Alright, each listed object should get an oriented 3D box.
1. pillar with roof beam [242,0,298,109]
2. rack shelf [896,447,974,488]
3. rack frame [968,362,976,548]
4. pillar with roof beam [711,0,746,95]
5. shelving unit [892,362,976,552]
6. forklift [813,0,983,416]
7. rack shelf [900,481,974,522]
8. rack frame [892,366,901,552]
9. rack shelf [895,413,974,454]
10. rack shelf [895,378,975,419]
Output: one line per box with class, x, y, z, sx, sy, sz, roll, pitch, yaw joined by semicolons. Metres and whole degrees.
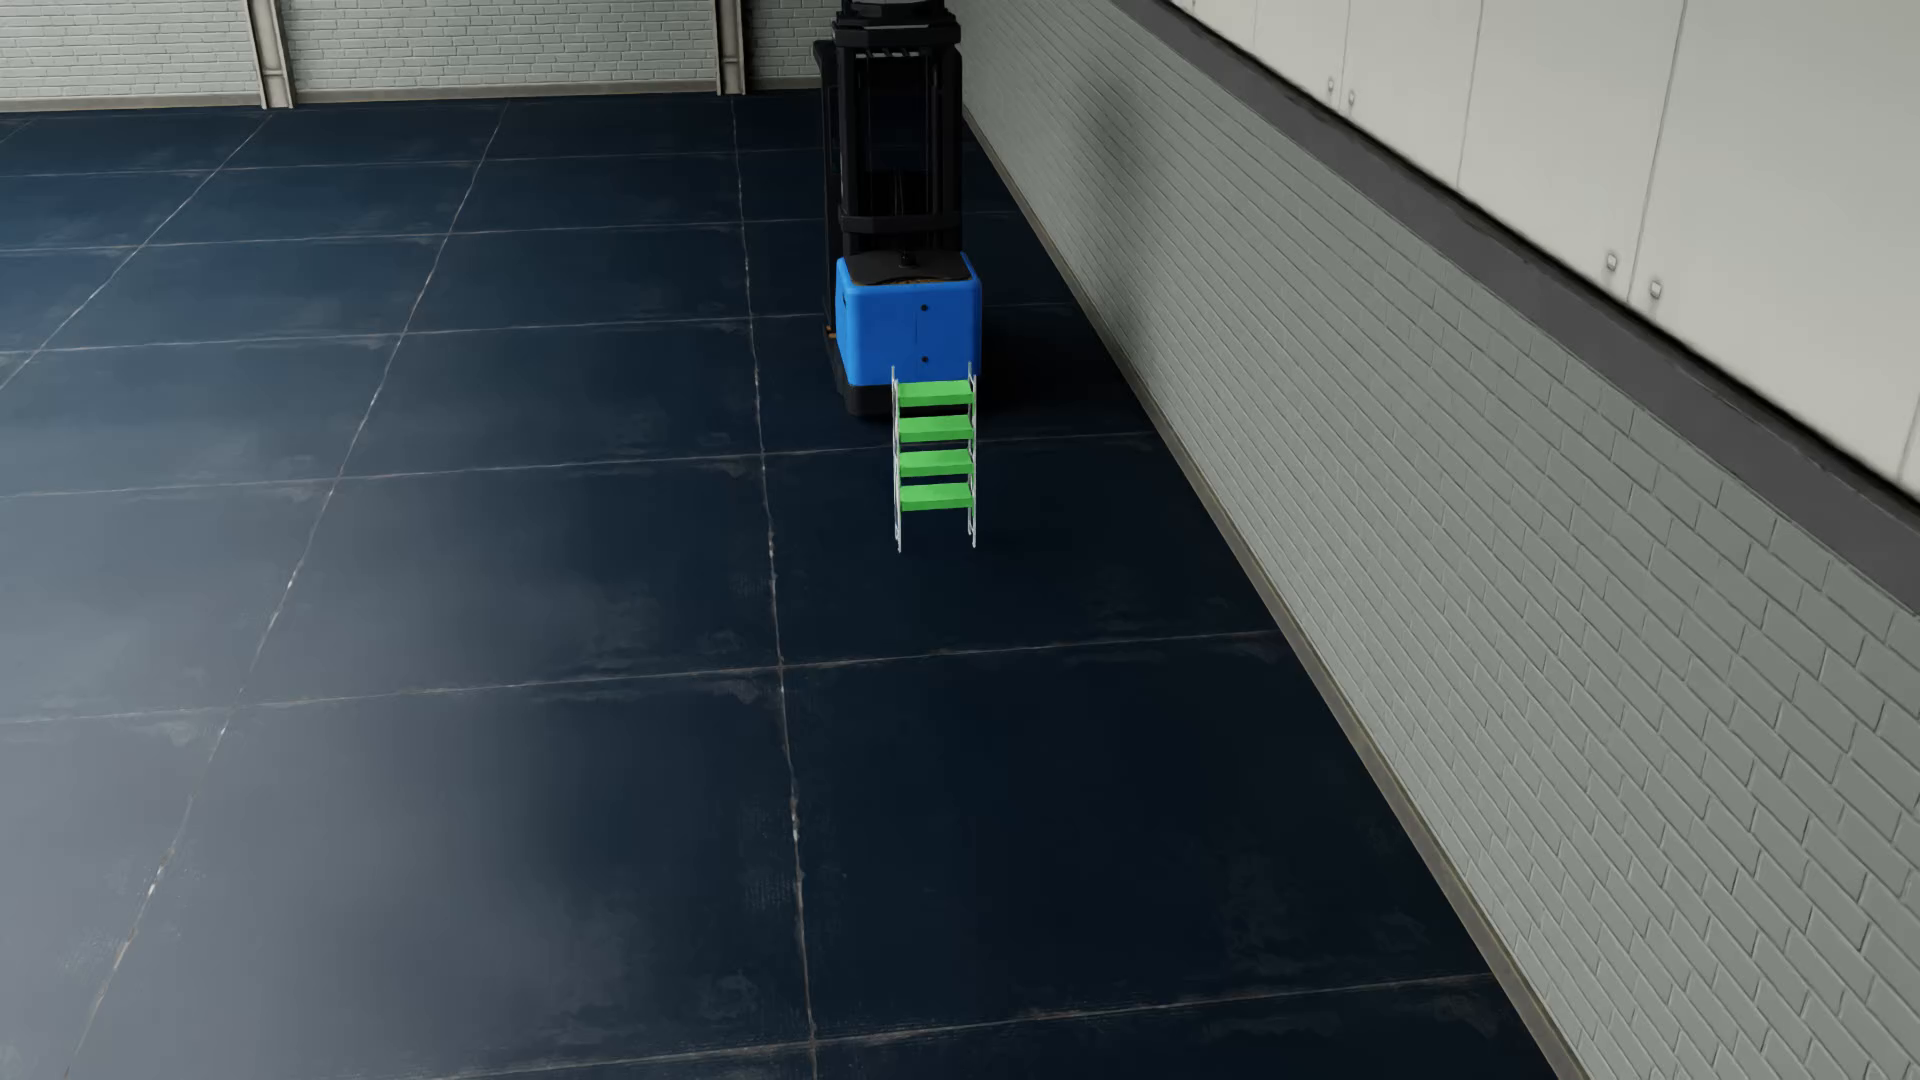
pillar with roof beam;-8.506;-7.875;16.442;0.400;9.000;9.100;-4;27;-7
rack shelf;-0.164;-0.466;10.687;0.480;0.148;0.258;-4;27;-7
rack frame;0.078;-0.539;10.688;0.015;1.200;0.240;-4;27;-7
pillar with roof beam;-2.565;-8.256;17.186;0.400;9.000;9.100;-4;27;-7
shelving unit;-0.164;-0.523;10.658;0.503;1.200;0.258;-4;27;-7
forklift;-0.566;-2.895;13.385;1.130;2.935;3.031;-4;27;-8
rack shelf;-0.164;-0.253;10.797;0.480;0.148;0.258;-4;27;-7
rack frame;-0.406;-0.508;10.628;0.015;1.200;0.240;-4;27;-7
rack shelf;-0.164;-0.680;10.578;0.480;0.148;0.258;-4;27;-7
rack shelf;-0.164;-0.894;10.468;0.480;0.148;0.258;-4;27;-7
